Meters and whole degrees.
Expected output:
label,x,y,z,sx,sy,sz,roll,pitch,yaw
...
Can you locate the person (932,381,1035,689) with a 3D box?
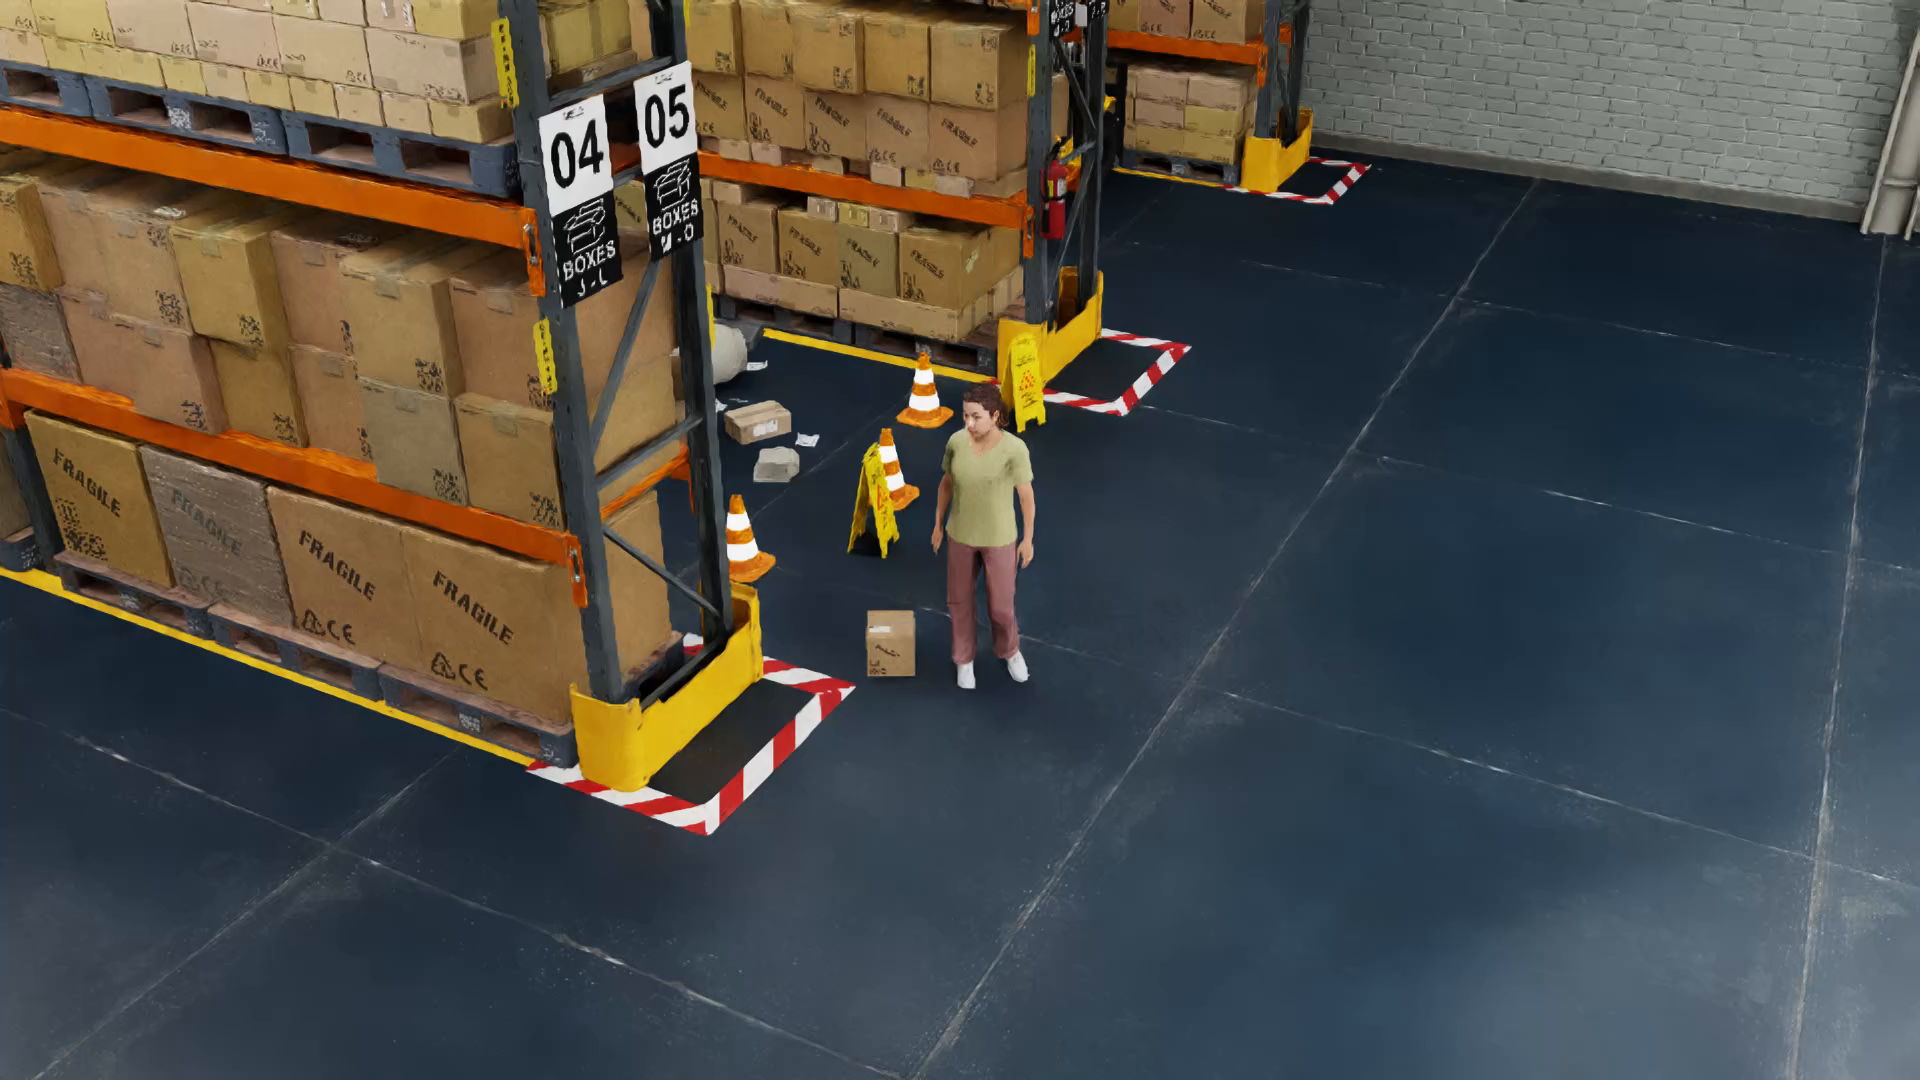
label,x,y,z,sx,sy,sz,roll,pitch,yaw
person,0.118,0.086,8.402,0.528,1.418,0.394,9,31,15
